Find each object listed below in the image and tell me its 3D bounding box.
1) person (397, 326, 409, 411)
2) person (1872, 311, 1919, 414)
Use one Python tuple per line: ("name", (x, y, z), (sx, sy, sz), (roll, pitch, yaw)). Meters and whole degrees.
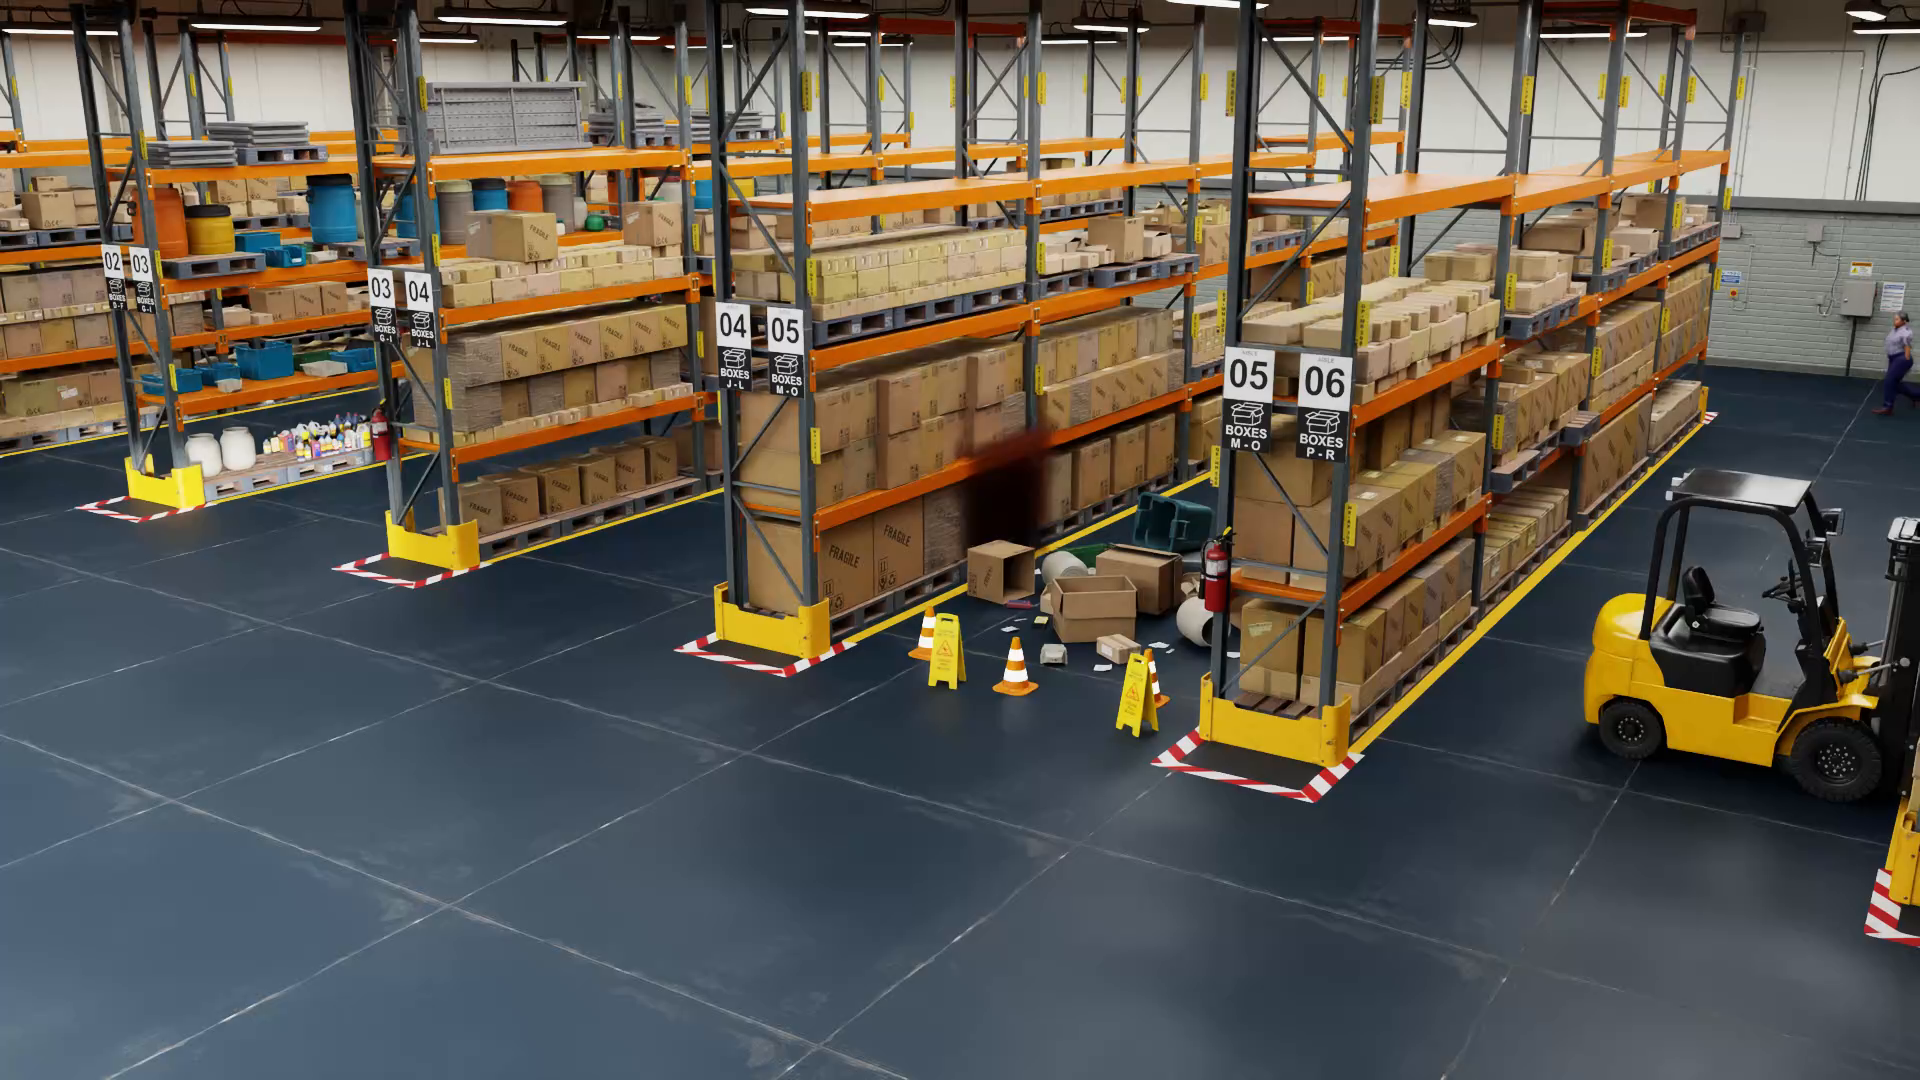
("person", (-9.014, -2.894, 26.274), (0.597, 1.755, 0.579), (14, 21, 42))
("person", (14.875, -2.782, 26.220), (0.752, 1.580, 0.484), (4, 16, 13))
